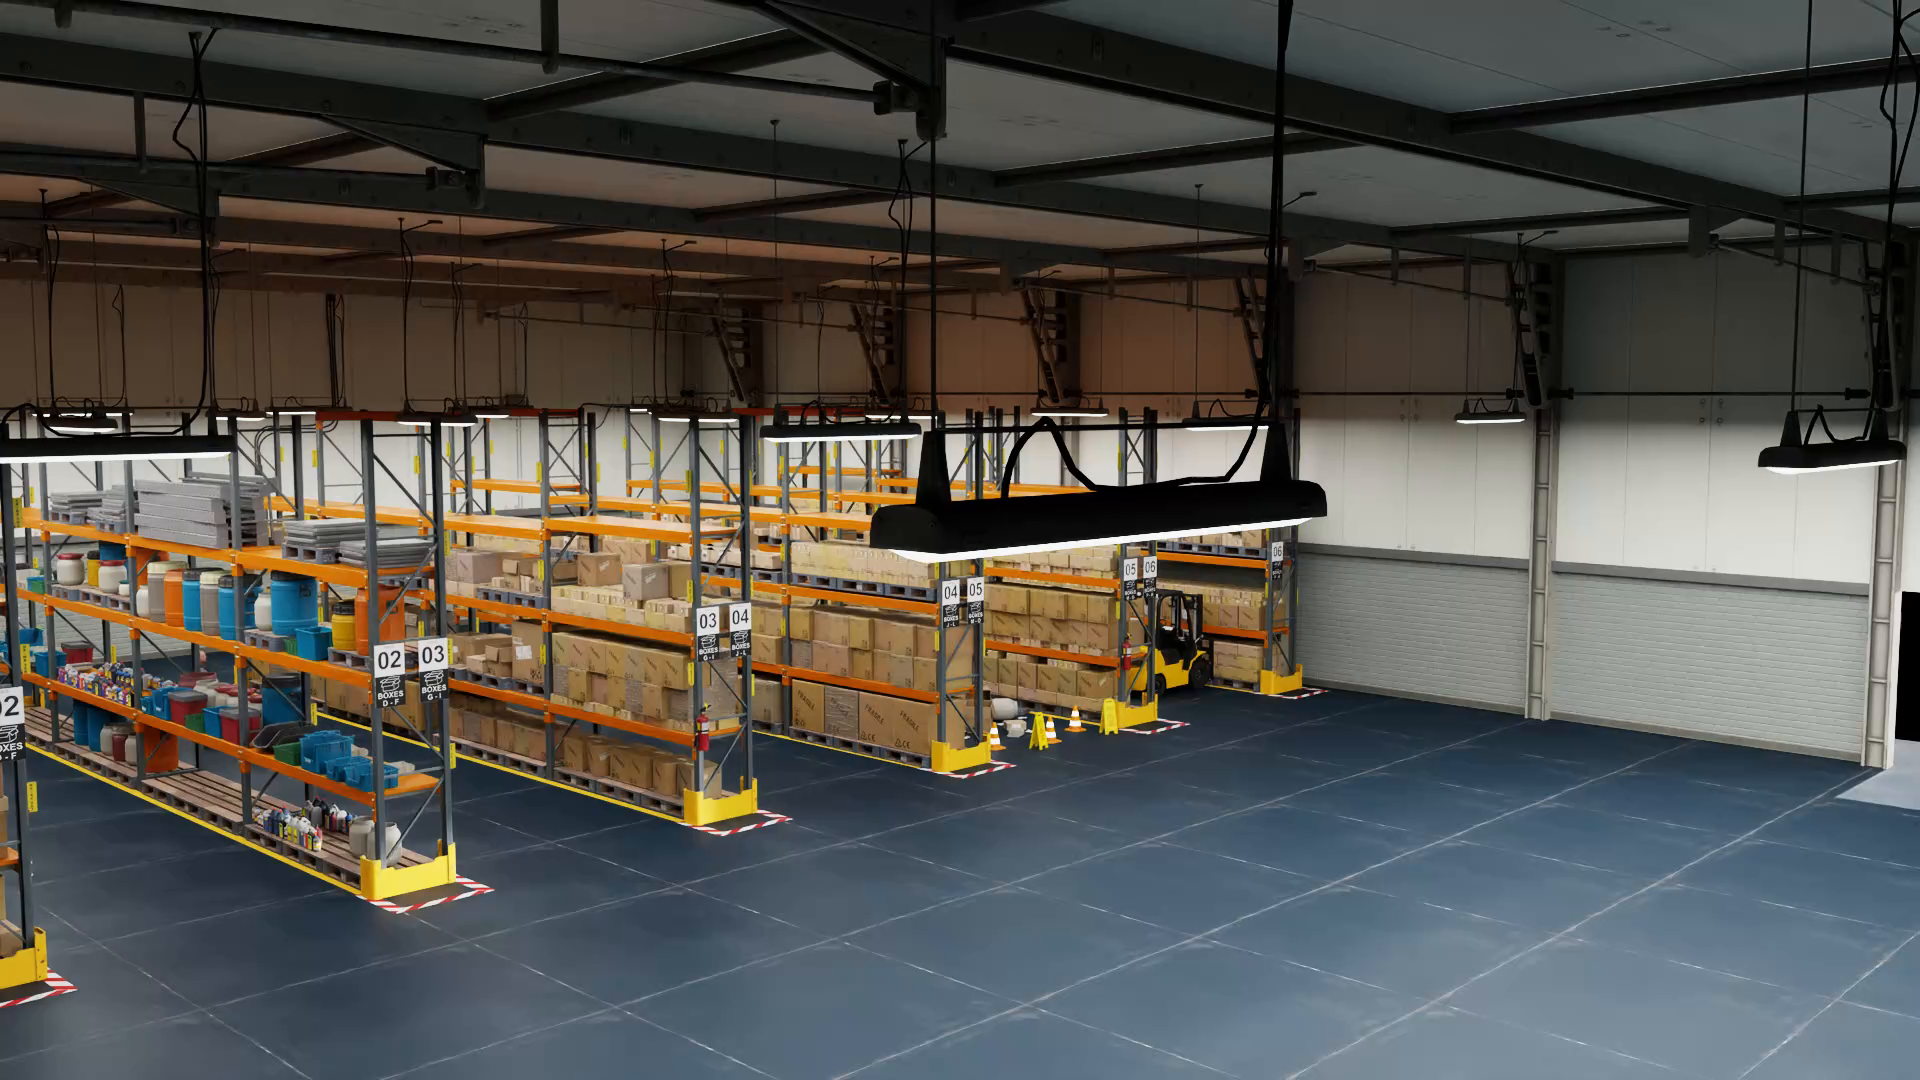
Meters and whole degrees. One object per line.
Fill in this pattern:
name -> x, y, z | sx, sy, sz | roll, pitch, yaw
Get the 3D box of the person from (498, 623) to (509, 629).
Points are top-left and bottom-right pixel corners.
person -> -11.832, 1.590, 44.391 | 0.999, 1.620, 0.547 | -1, 5, -13

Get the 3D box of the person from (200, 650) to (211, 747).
person -> -13.536, 2.846, 29.806 | 0.429, 1.751, 0.597 | -5, 7, -44
